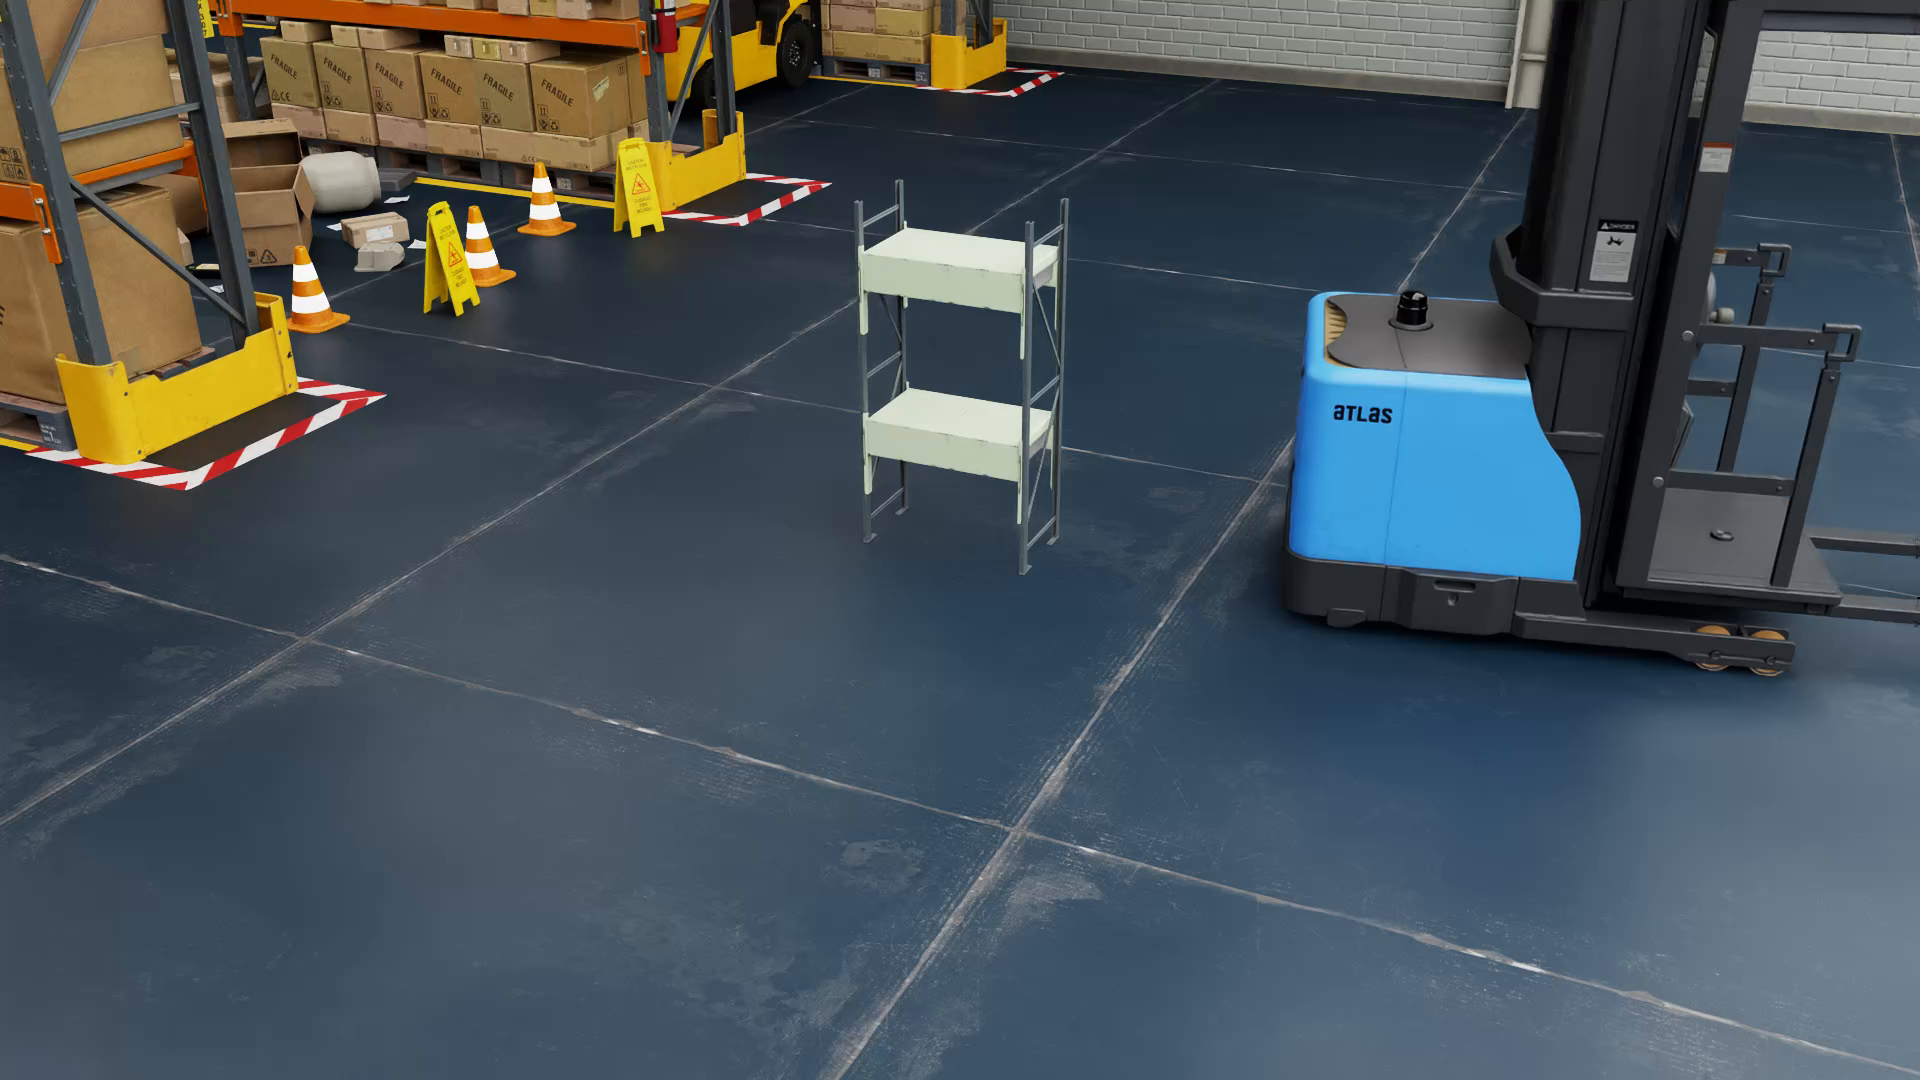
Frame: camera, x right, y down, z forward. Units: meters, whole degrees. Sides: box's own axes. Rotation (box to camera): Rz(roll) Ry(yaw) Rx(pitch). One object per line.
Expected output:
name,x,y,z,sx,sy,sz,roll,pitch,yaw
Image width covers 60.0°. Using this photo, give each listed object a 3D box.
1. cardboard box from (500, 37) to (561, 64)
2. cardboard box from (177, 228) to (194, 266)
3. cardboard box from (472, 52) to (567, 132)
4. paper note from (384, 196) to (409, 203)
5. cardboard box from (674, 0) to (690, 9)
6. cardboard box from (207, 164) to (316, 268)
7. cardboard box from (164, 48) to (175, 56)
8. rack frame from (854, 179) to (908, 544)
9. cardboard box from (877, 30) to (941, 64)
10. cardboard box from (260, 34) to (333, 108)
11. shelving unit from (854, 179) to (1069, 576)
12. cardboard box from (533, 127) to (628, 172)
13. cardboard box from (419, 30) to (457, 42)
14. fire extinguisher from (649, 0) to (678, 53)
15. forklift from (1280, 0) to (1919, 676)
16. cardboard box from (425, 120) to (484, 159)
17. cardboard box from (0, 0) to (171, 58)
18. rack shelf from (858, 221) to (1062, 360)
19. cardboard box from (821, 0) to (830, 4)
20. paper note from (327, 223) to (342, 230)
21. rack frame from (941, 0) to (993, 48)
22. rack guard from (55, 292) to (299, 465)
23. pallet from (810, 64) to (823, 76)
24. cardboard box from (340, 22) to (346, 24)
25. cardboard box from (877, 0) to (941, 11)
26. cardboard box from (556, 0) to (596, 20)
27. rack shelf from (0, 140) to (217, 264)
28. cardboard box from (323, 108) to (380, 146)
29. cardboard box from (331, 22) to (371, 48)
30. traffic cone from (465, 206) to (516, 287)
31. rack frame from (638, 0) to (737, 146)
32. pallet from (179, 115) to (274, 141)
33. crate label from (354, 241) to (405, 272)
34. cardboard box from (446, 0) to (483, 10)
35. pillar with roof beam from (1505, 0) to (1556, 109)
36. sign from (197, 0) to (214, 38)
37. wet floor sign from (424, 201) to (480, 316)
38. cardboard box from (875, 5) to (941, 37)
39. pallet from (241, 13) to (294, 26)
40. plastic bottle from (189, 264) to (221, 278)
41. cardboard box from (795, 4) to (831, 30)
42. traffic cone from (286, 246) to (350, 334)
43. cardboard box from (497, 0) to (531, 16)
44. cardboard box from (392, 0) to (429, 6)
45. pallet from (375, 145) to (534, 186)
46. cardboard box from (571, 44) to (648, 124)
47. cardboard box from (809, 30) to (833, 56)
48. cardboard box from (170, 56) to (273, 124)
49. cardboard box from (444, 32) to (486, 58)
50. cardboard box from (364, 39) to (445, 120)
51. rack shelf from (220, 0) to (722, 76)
cardboard box,-3.177,-3.638,12.298,0.250,0.149,0.380,12,29,23
cardboard box,-5.249,-1.896,10.801,0.258,0.266,0.396,17,31,31
cardboard box,-3.292,-3.401,12.551,0.500,0.500,0.500,12,29,24
paper note,-4.187,-2.535,12.365,0.148,0.019,0.142,2,26,4
cardboard box,-2.202,-4.007,12.277,0.250,0.149,0.380,11,28,22
cardboard box,-4.625,-2.157,11.062,0.637,0.503,0.797,-7,27,-14
cardboard box,-7.387,-4.066,14.613,0.625,0.372,0.950,12,29,23
rack frame,-0.327,-0.739,7.052,0.023,1.500,0.400,11,28,22
cardboard box,-0.485,-4.884,16.412,0.500,0.250,0.500,12,28,22
cardboard box,-5.194,-3.780,13.321,0.500,0.500,0.500,13,29,24
shelving unit,0.006,-0.672,6.916,0.755,1.500,0.431,11,28,22
cardboard box,-2.847,-2.973,12.530,0.500,0.250,0.500,11,28,22
cardboard box,-4.041,-3.811,13.384,0.500,0.500,0.500,13,29,24
fire extinguisher,-2.065,-3.733,11.524,0.183,0.674,0.296,11,28,22
forklift,2.840,-1.063,6.091,3.031,2.935,1.130,5,27,10
cardboard box,-3.772,-3.160,12.910,0.500,0.250,0.500,10,28,20
cardboard box,-4.257,-2.601,7.744,0.550,0.550,0.875,11,28,22
rack shelf,0.006,-1.022,6.744,0.720,0.370,0.431,11,28,22
cardboard box,-1.406,-5.512,16.555,0.500,0.250,0.500,12,29,22
paper note,-4.374,-2.225,11.748,0.142,0.019,0.148,23,35,39
rack frame,0.073,-5.971,15.981,0.127,3.000,1.000,11,28,22
rack guard,-3.913,-0.840,8.389,0.348,0.500,1.175,11,28,22
pallet,-1.747,-5.066,17.301,1.213,0.211,1.003,11,28,22
cardboard box,-4.970,-3.996,13.760,0.500,0.500,0.500,11,28,21
cardboard box,-0.475,-5.333,16.191,0.500,0.250,0.500,12,29,24
cardboard box,-2.684,-3.846,11.949,0.250,0.149,0.380,11,28,21
rack shelf,-5.756,-2.008,8.748,4.000,0.370,1.077,11,28,22
cardboard box,-4.703,-3.351,13.297,0.500,0.250,0.500,13,29,25
cardboard box,-4.637,-3.931,12.893,0.250,0.149,0.380,13,29,24
traffic cone,-3.054,-1.887,10.560,0.334,0.463,0.336,11,28,22
rack frame,-1.978,-3.974,11.926,0.127,3.000,1.000,11,28,22
pallet,-6.329,-3.596,14.315,1.213,0.211,1.003,11,28,22
crate label,-3.795,-1.860,10.873,0.298,0.136,0.250,-2,26,-5
cardboard box,-3.600,-4.050,12.364,0.250,0.149,0.380,11,28,21
pillar with roof beam,3.492,-6.324,9.907,0.400,9.000,9.100,11,28,22
sign,-3.700,-2.611,8.088,0.005,0.325,0.100,11,28,22
wet floor sign,-3.089,-1.700,9.972,0.232,0.644,0.267,6,27,13
cardboard box,-0.499,-5.113,16.311,0.500,0.250,0.500,11,28,21
pallet,-7.873,-6.334,19.876,1.213,0.211,1.003,11,28,22
plastic bottle,-4.834,-1.731,10.696,0.283,0.061,0.133,2,26,4
cardboard box,-1.430,-5.295,16.680,0.500,0.250,0.500,11,28,21
traffic cone,-3.831,-1.495,9.763,0.334,0.463,0.336,11,28,22
cardboard box,-3.155,-3.936,12.133,0.250,0.149,0.380,12,29,23
cardboard box,-4.064,-4.134,12.535,0.250,0.149,0.380,11,28,22
pallet,-3.879,-3.123,13.355,1.213,0.211,1.003,11,28,22
cardboard box,-2.620,-3.528,12.809,0.500,0.500,0.500,10,28,20
cardboard box,-1.386,-5.074,16.798,0.500,0.250,0.500,12,29,22
cardboard box,-6.098,-3.810,14.092,0.625,0.372,0.950,12,29,22
cardboard box,-3.644,-3.734,12.493,0.250,0.149,0.380,13,29,24
cardboard box,-4.231,-3.592,12.938,0.500,0.500,0.500,13,29,24
rack shelf,-3.799,-4.017,12.828,4.000,0.370,1.077,11,28,22
